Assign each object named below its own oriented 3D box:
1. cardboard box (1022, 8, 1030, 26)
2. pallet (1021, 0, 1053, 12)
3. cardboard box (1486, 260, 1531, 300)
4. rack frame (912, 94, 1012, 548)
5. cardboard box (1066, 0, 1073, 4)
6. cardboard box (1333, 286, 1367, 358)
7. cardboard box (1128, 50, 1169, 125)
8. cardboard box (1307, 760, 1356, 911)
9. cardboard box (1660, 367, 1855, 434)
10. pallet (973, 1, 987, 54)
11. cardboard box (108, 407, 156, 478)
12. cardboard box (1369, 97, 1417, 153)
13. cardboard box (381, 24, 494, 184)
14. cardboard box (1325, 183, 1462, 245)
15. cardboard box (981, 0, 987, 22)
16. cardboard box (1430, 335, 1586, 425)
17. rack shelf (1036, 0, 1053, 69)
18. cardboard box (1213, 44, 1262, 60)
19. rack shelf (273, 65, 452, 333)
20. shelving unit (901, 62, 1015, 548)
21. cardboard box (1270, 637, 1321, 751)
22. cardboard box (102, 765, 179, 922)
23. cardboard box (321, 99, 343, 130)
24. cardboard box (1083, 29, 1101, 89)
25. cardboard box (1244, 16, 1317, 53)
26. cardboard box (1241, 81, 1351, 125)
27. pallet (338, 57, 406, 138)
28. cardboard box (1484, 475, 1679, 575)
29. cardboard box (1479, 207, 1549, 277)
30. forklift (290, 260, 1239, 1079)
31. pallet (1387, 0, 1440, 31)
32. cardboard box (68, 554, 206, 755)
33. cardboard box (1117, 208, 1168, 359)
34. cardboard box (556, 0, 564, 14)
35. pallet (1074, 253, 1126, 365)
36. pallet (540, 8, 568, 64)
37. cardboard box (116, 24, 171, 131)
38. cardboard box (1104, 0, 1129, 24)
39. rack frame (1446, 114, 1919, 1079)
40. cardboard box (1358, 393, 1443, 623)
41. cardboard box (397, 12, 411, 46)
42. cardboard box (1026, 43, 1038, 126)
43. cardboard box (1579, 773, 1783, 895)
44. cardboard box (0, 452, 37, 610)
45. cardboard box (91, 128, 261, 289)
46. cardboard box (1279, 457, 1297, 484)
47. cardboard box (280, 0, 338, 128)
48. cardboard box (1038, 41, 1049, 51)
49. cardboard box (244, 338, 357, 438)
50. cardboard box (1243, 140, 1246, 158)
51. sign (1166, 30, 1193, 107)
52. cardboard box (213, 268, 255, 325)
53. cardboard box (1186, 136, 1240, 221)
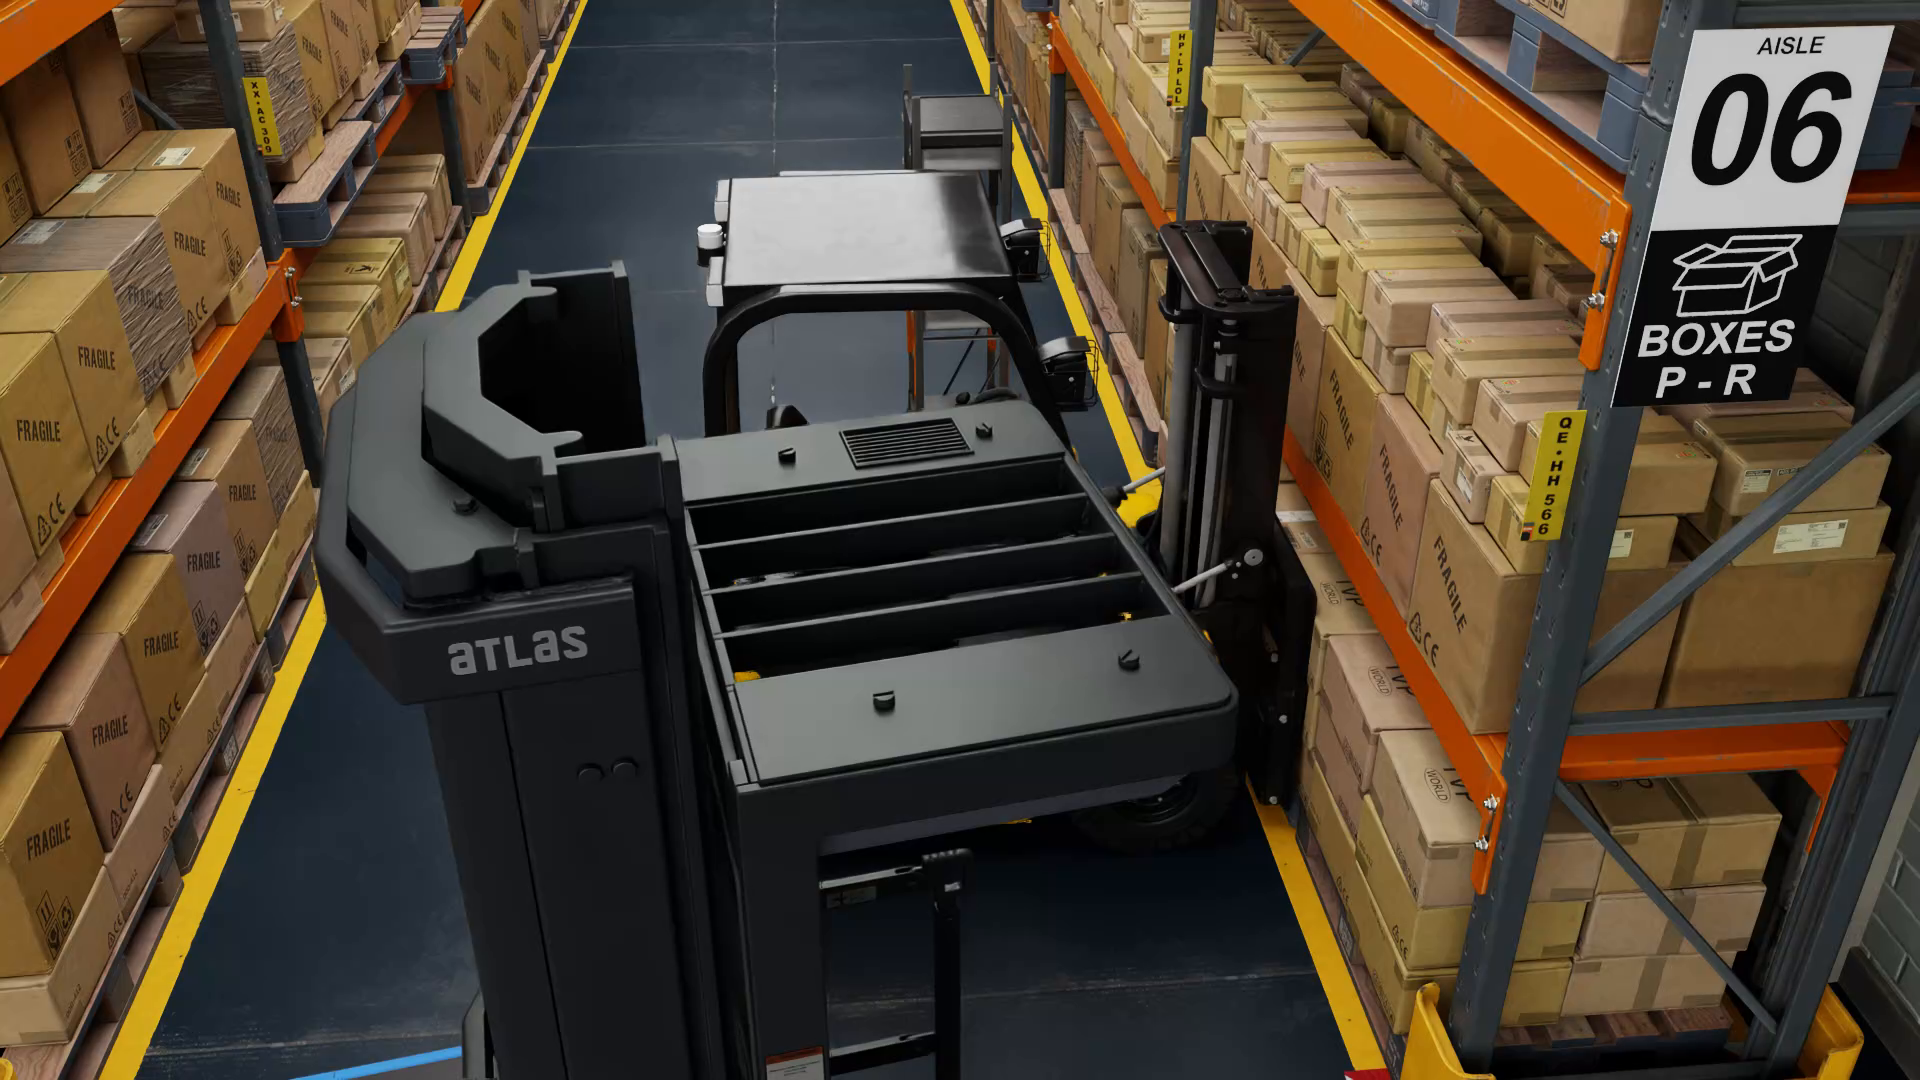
[{"bbox_3d":[0.695,-4.213,13.274,0.380,0.149,0.250,-2,31,-3],"label":"cardboard box"},{"bbox_3d":[0.983,-3.905,11.550,1.213,0.211,1.003,-3,31,-5],"label":"pallet"},{"bbox_3d":[1.969,-0.851,5.519,0.380,0.149,0.250,-3,31,-5],"label":"cardboard box"},{"bbox_3d":[0.007,-0.861,7.144,0.400,2.100,0.015,-3,31,-5],"label":"rack frame"},{"bbox_3d":[0.889,-3.556,10.436,0.500,0.250,0.500,-3,31,-5],"label":"cardboard box"},{"bbox_3d":[1.408,-0.699,5.265,0.380,0.149,0.250,-3,31,-4],"label":"cardboard box"},{"bbox_3d":[1.134,-2.254,8.256,0.500,0.250,0.500,-4,31,-6],"label":"cardboard box"},{"bbox_3d":[1.468,0.961,5.488,0.500,0.250,0.500,-3,31,-5],"label":"cardboard box"},{"bbox_3d":[2.082,-0.330,4.357,0.380,0.149,0.250,-2,31,-3],"label":"cardboard box"},{"bbox_3d":[0.679,-4.840,15.648,1.003,0.211,1.213,-3,31,-5],"label":"pallet"},{"bbox_3d":[-2.966,-0.325,5.614,0.380,0.149,0.250,-2,31,-4],"label":"cardboard box"},{"bbox_3d":[1.841,-1.639,6.548,0.380,0.149,0.250,-3,31,-5],"label":"cardboard box"},{"bbox_3d":[-3.808,-3.030,11.560,0.875,0.875,0.875,-3,31,-5],"label":"cardboard box"},{"bbox_3d":[1.464,-1.094,5.637,0.380,0.149,0.250,-3,31,-4],"label":"cardboard box"},{"bbox_3d":[0.398,-4.914,15.422,0.380,0.149,0.250,-4,31,-6],"label":"cardboard box"},{"bbox_3d":[1.515,-0.439,4.540,0.380,0.149,0.250,-2,31,-3],"label":"cardboard box"},{"bbox_3d":[0.929,-4.357,12.821,1.077,0.370,4.000,-3,31,-5],"label":"rack shelf"},{"bbox_3d":[1.194,-2.219,7.809,0.380,0.149,0.250,-3,31,-5],"label":"cardboard box"},{"bbox_3d":[-3.639,-2.075,9.000,1.077,0.370,4.000,-3,31,-5],"label":"rack shelf"},{"bbox_3d":[-0.015,-0.986,7.353,0.431,2.100,0.503,-3,31,-5],"label":"shelving unit"},{"bbox_3d":[1.401,0.472,5.818,0.500,0.250,0.500,-3,31,-6],"label":"cardboard box"},{"bbox_3d":[-2.918,0.993,5.433,0.500,0.250,0.500,-2,31,-3],"label":"cardboard box"},{"bbox_3d":[-3.289,-2.135,8.234,0.380,0.149,0.250,-2,31,-4],"label":"cardboard box"},{"bbox_3d":[1.011,-2.822,9.696,0.500,0.250,0.500,-4,31,-6],"label":"cardboard box"},{"bbox_3d":[1.630,-2.510,8.297,0.380,0.149,0.250,-3,31,-5],"label":"cardboard box"},{"bbox_3d":[1.356,-1.746,6.728,0.380,0.149,0.250,-2,31,-4],"label":"cardboard box"},{"bbox_3d":[-3.600,-2.314,8.886,1.003,0.211,1.213,-3,31,-5],"label":"pallet"},{"bbox_3d":[1.552,-0.045,4.171,0.380,0.149,0.250,-2,31,-4],"label":"cardboard box"},{"bbox_3d":[1.929,-0.982,5.449,0.380,0.149,0.250,-3,31,-4],"label":"cardboard box"},{"bbox_3d":[-0.155,0.922,3.348,3.031,2.935,1.130,-8,32,-13],"label":"forklift"},{"bbox_3d":[1.706,-1.797,4.994,1.003,0.211,1.213,-3,31,-5],"label":"pallet"},{"bbox_3d":[-2.973,0.397,5.701,0.500,0.500,0.500,-2,31,-4],"label":"cardboard box"},{"bbox_3d":[1.365,-1.426,9.118,0.875,0.625,0.625,-3,31,-5],"label":"cardboard box"},{"bbox_3d":[-4.236,-5.310,15.804,0.875,0.438,0.875,-4,31,-6],"label":"cardboard box"},{"bbox_3d":[1.265,-1.404,9.895,1.003,0.211,1.213,-3,31,-5],"label":"pallet"},{"bbox_3d":[-4.193,-4.642,15.316,1.003,0.211,1.213,-3,31,-5],"label":"pallet"},{"bbox_3d":[-3.724,-1.939,7.273,0.500,0.500,0.500,-3,31,-6],"label":"cardboard box"},{"bbox_3d":[0.986,-2.870,8.900,0.380,0.149,0.250,-4,31,-6],"label":"cardboard box"},{"bbox_3d":[1.863,0.440,4.089,1.000,3.000,0.127,-3,31,-5],"label":"rack frame"},{"bbox_3d":[1.517,-0.107,4.907,0.500,0.500,0.500,-2,31,-3],"label":"cardboard box"},{"bbox_3d":[-3.380,-2.933,9.570,0.380,0.149,0.250,-4,31,-7],"label":"cardboard box"},{"bbox_3d":[0.774,-3.481,12.680,0.500,0.500,0.500,-1,31,-2],"label":"cardboard box"},{"bbox_3d":[2.007,0.756,4.856,0.500,0.250,0.500,-3,31,-5],"label":"cardboard box"},{"bbox_3d":[-2.898,-0.011,4.455,0.500,0.500,0.500,-2,31,-3],"label":"cardboard box"},{"bbox_3d":[-3.163,-1.319,6.645,0.500,0.500,0.500,-4,31,-6],"label":"cardboard box"},{"bbox_3d":[1.318,-0.255,6.548,0.500,0.250,0.500,-2,31,-3],"label":"cardboard box"},{"bbox_3d":[-3.258,-2.223,7.749,0.500,0.500,0.500,-3,31,-4],"label":"cardboard box"},{"bbox_3d":[0.781,-3.545,12.155,0.380,0.149,0.250,-4,31,-6],"label":"cardboard box"},{"bbox_3d":[-3.503,-0.683,8.121,0.950,0.372,0.625,-2,31,-4],"label":"cardboard box"},{"bbox_3d":[1.335,-1.485,6.581,0.380,0.149,0.250,-3,31,-5],"label":"cardboard box"},{"bbox_3d":[0.950,-2.035,7.179,0.100,0.325,0.005,-3,31,-5],"label":"sign"},{"bbox_3d":[-3.088,-0.978,6.708,0.380,0.149,0.250,-2,31,-3],"label":"cardboard box"},{"bbox_3d":[1.271,-1.406,7.082,0.500,0.500,0.500,-4,31,-6],"label":"cardboard box"}]
